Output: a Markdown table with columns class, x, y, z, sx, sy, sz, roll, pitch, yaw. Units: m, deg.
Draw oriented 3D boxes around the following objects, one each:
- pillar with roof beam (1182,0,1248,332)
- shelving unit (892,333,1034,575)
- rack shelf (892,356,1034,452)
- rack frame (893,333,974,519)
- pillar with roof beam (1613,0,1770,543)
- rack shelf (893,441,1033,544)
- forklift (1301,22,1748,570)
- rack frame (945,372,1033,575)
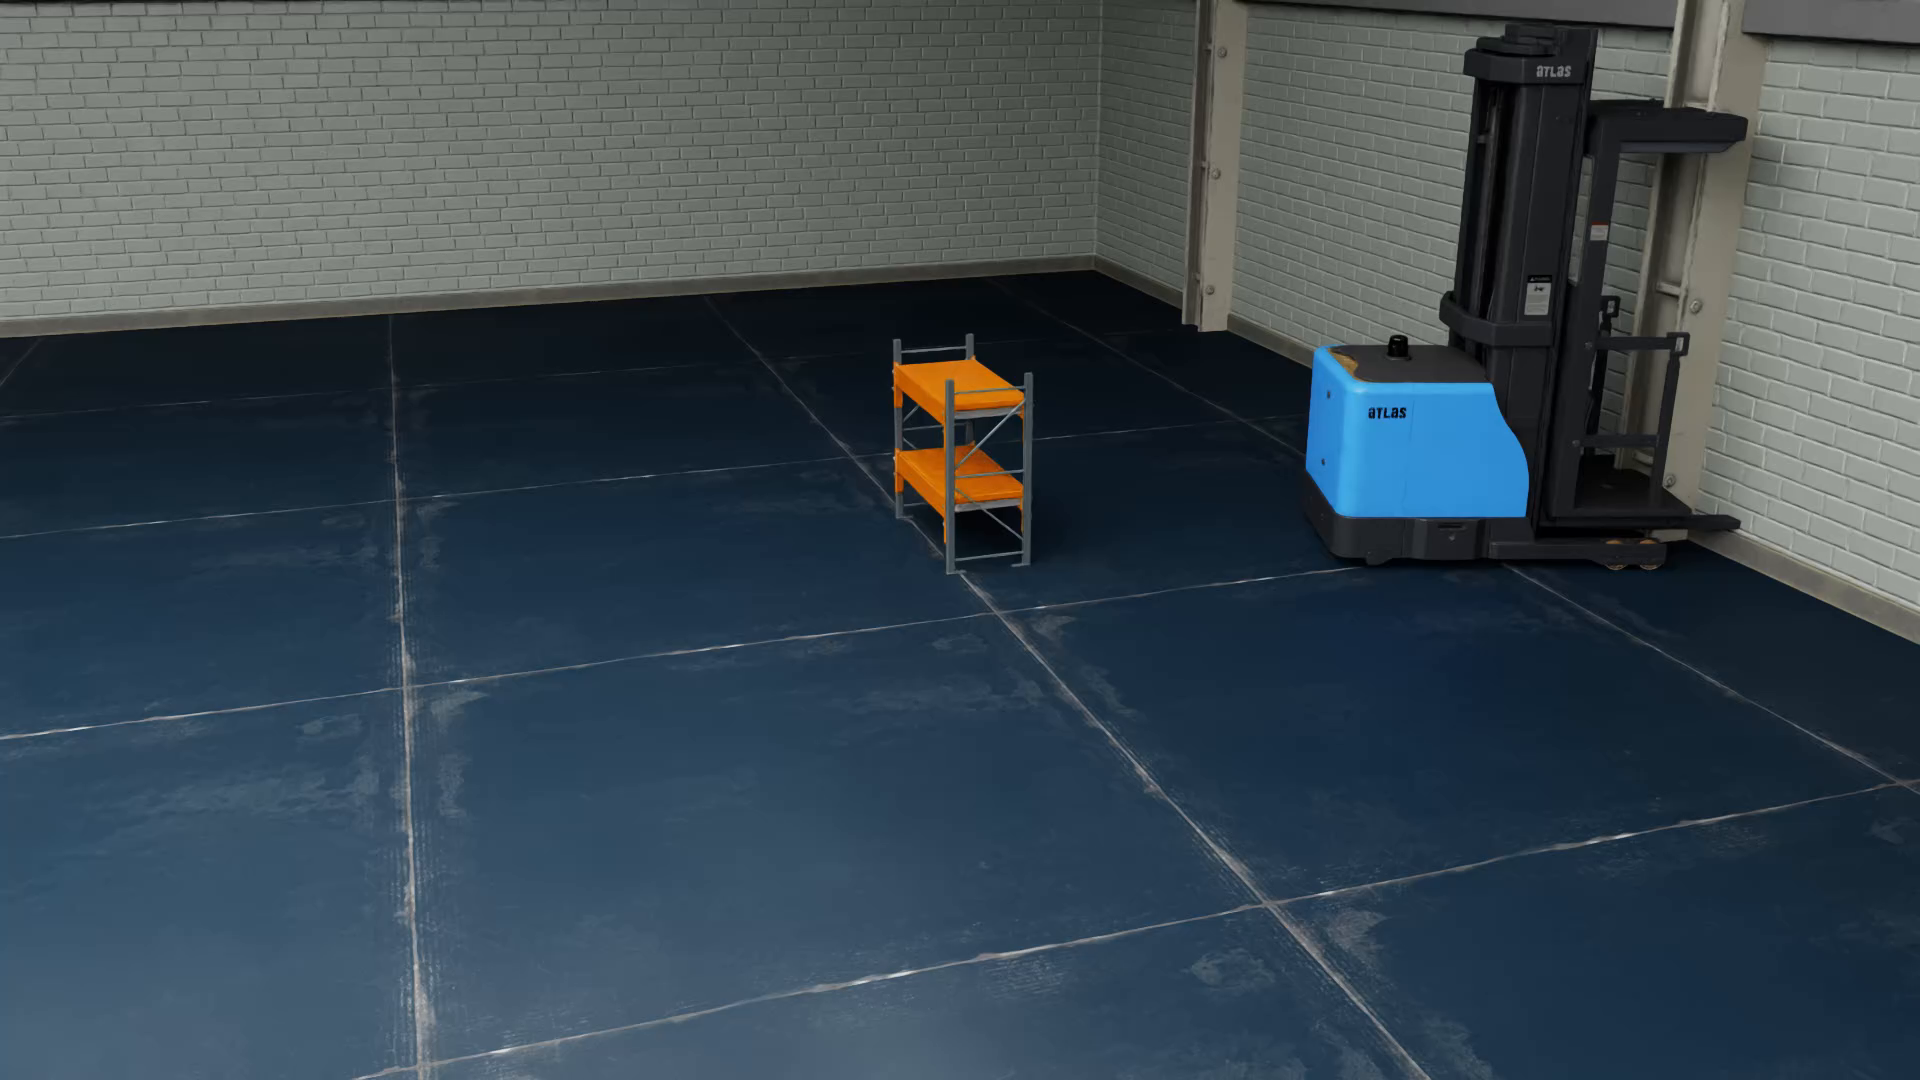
| class | x | y | z | sx | sy | sz | roll | pitch | yaw |
| --- | --- | --- | --- | --- | --- | --- | --- | --- | --- |
| pillar with roof beam | -1.807 | -5.760 | 12.641 | 9.100 | 9.000 | 0.400 | -6 | 21 | -17 |
| shelving unit | 0.002 | -0.527 | 9.720 | 0.538 | 1.125 | 1.048 | -6 | 21 | -17 |
| rack shelf | 0.002 | -0.803 | 9.621 | 0.538 | 0.278 | 1.000 | -6 | 21 | -17 |
| rack frame | -0.158 | -0.690 | 10.174 | 0.500 | 1.125 | 0.032 | -6 | 21 | -17 |
| pillar with roof beam | 0.079 | -3.835 | 7.280 | 9.100 | 9.000 | 0.400 | -6 | 21 | -17 |
| rack shelf | 0.002 | -0.297 | 9.803 | 0.538 | 0.278 | 1.000 | -6 | 21 | -17 |
| forklift | 3.630 | -1.390 | 9.450 | 3.031 | 2.935 | 1.130 | 0 | 20 | 0 |
| rack frame | 0.162 | -0.364 | 9.266 | 0.500 | 1.125 | 0.032 | -6 | 21 | -17 |
